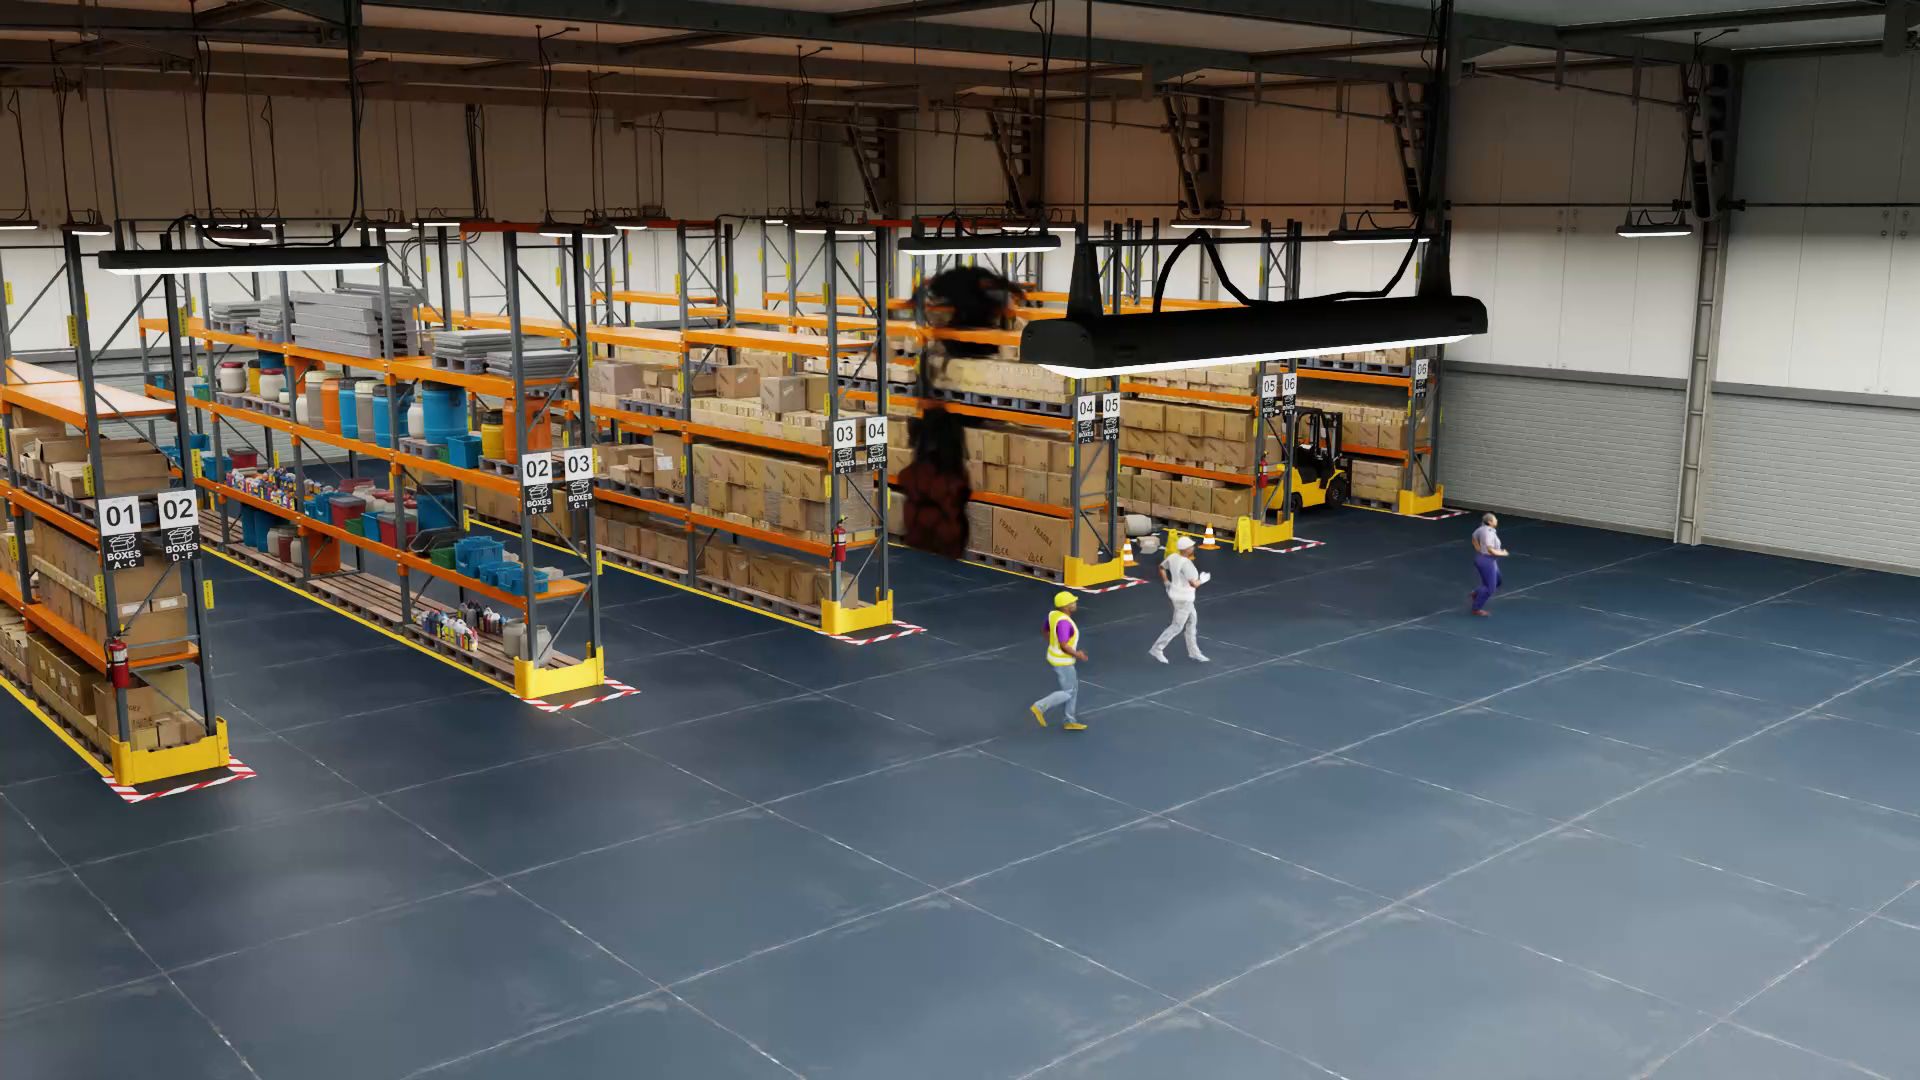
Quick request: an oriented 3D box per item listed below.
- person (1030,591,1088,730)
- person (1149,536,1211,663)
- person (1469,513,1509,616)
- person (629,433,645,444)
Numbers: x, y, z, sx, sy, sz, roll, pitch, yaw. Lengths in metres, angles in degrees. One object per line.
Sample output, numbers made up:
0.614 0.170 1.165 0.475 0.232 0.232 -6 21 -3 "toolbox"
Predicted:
1.189 1.480 20.202 0.772 1.752 0.705 -3 12 -13 "person"
3.066 0.844 23.059 0.907 1.813 0.704 -2 12 -8 "person"
8.273 0.370 25.962 0.522 1.615 0.657 1 11 6 "person"
-8.009 -2.787 41.302 0.627 1.733 0.755 2 12 9 "person"
